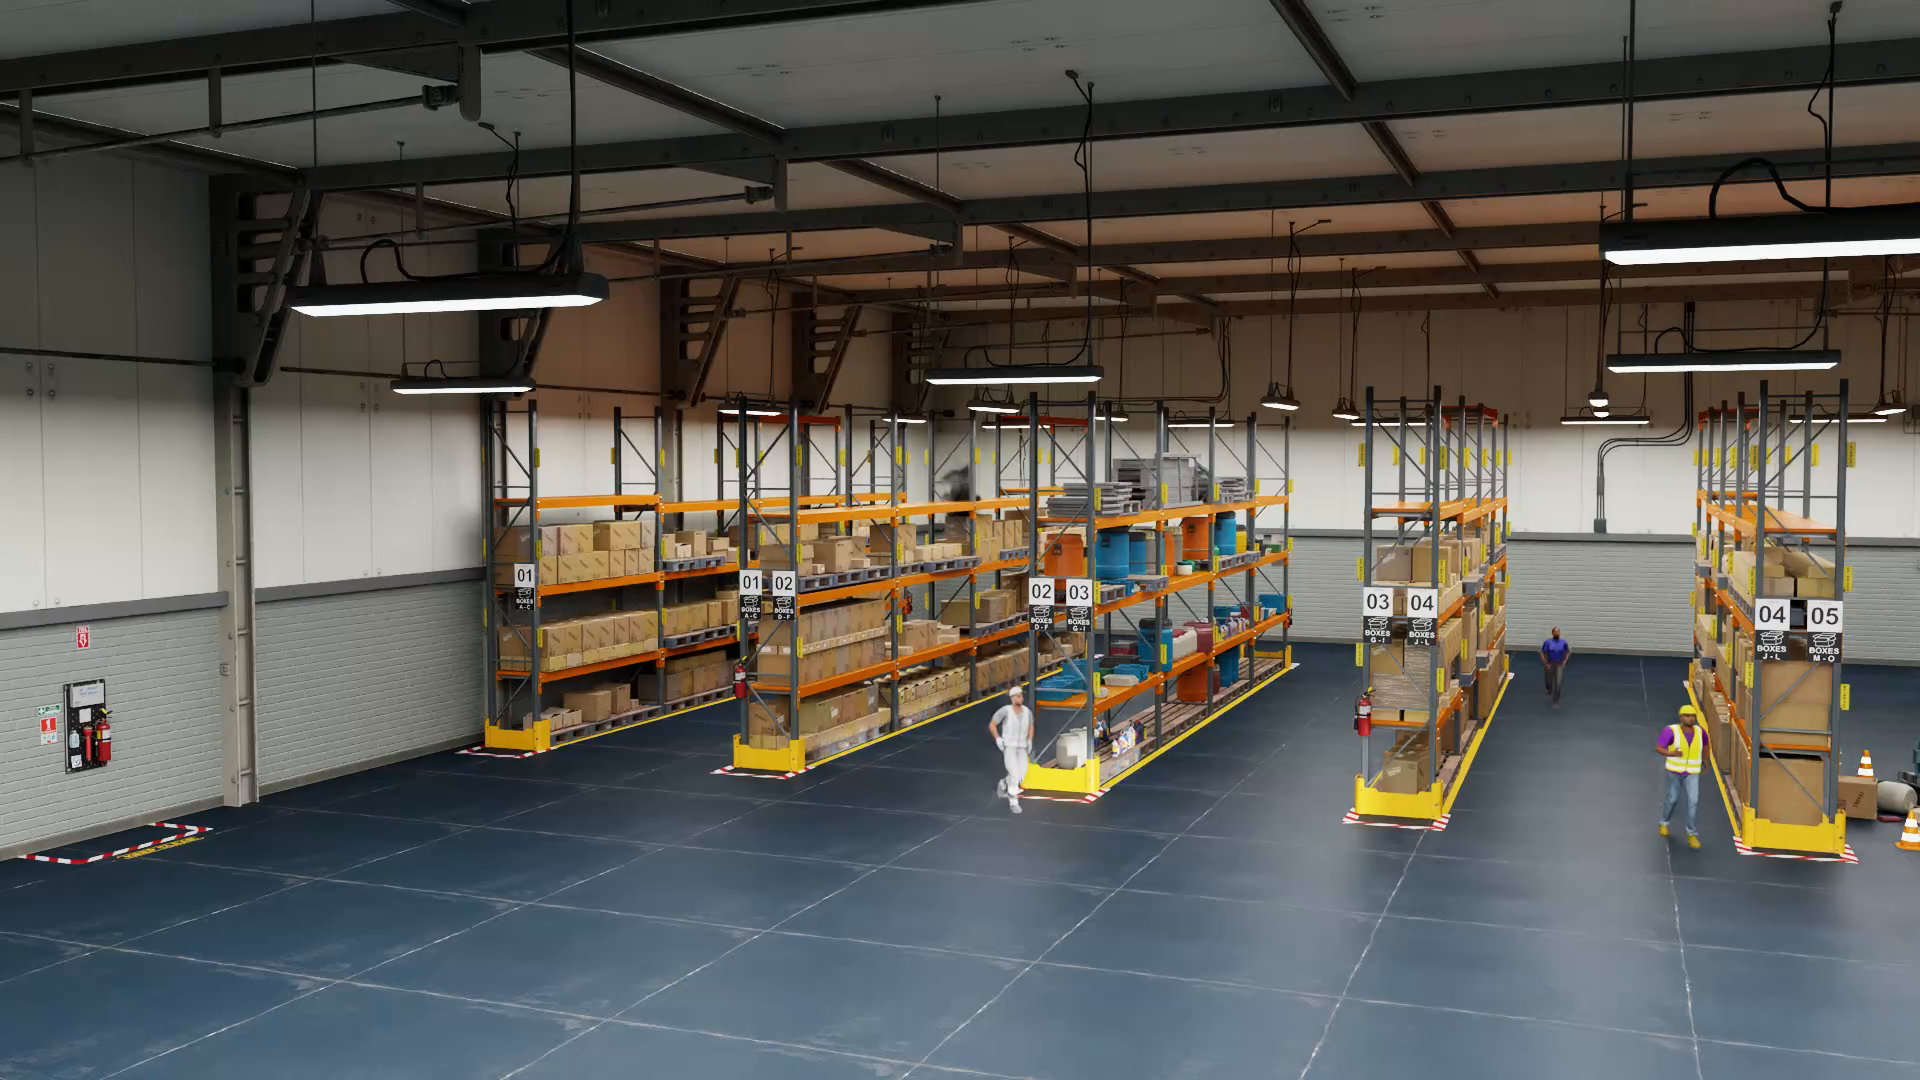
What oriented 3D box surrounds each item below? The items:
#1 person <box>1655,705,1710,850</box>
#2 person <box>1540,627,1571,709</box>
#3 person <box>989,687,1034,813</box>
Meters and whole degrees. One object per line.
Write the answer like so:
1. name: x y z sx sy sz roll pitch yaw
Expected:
1. person: 9.389 3.027 21.546 0.715 1.790 0.830 0 3 10
2. person: 11.998 2.572 33.514 0.574 1.619 0.823 1 3 20
3. person: 0.759 2.965 23.726 0.684 1.761 0.686 -1 3 -26
